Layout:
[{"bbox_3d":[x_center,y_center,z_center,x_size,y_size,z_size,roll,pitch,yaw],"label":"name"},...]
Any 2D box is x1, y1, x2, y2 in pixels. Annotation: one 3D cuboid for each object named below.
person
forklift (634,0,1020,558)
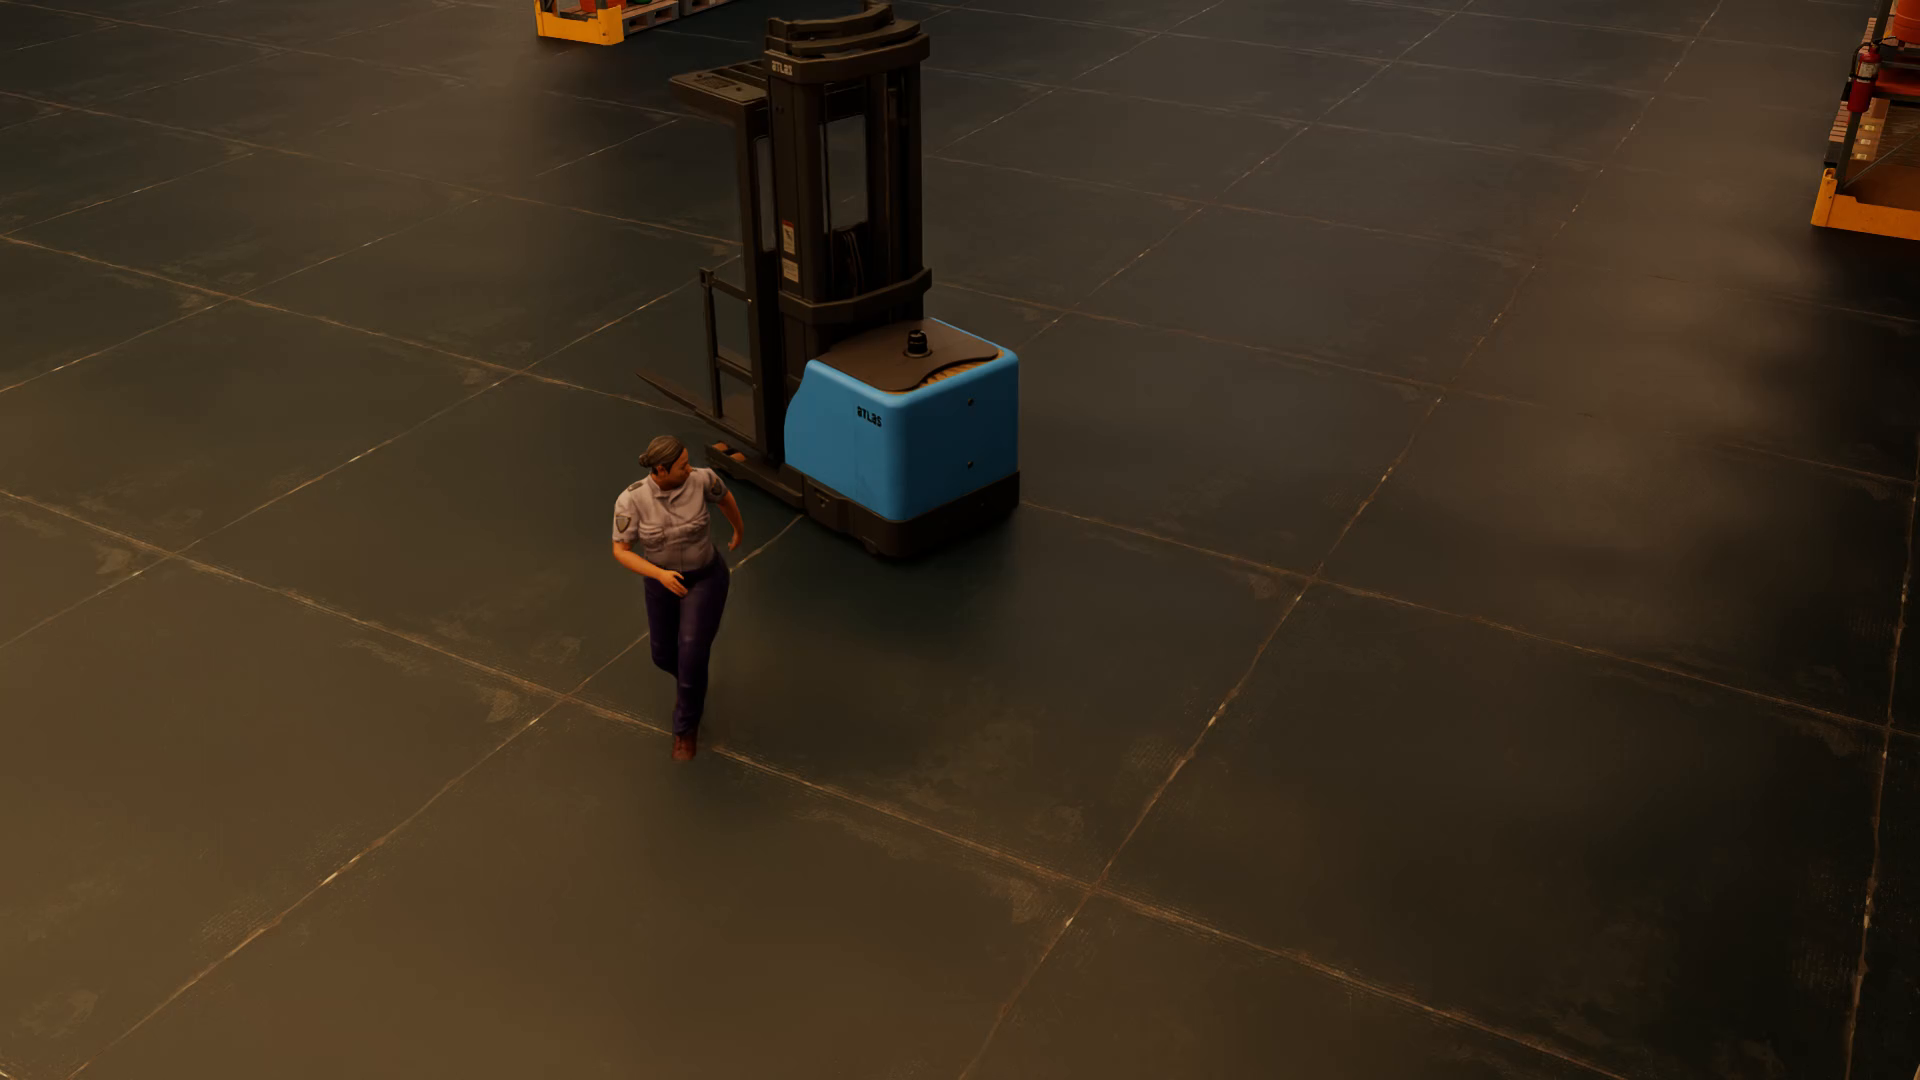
[{"bbox_3d":[-1.370,0.227,8.081,0.518,1.633,0.850,3,30,4],"label":"person"},{"bbox_3d":[-1.004,-1.814,10.214,1.130,2.935,3.031,-25,38,-36],"label":"forklift"}]
